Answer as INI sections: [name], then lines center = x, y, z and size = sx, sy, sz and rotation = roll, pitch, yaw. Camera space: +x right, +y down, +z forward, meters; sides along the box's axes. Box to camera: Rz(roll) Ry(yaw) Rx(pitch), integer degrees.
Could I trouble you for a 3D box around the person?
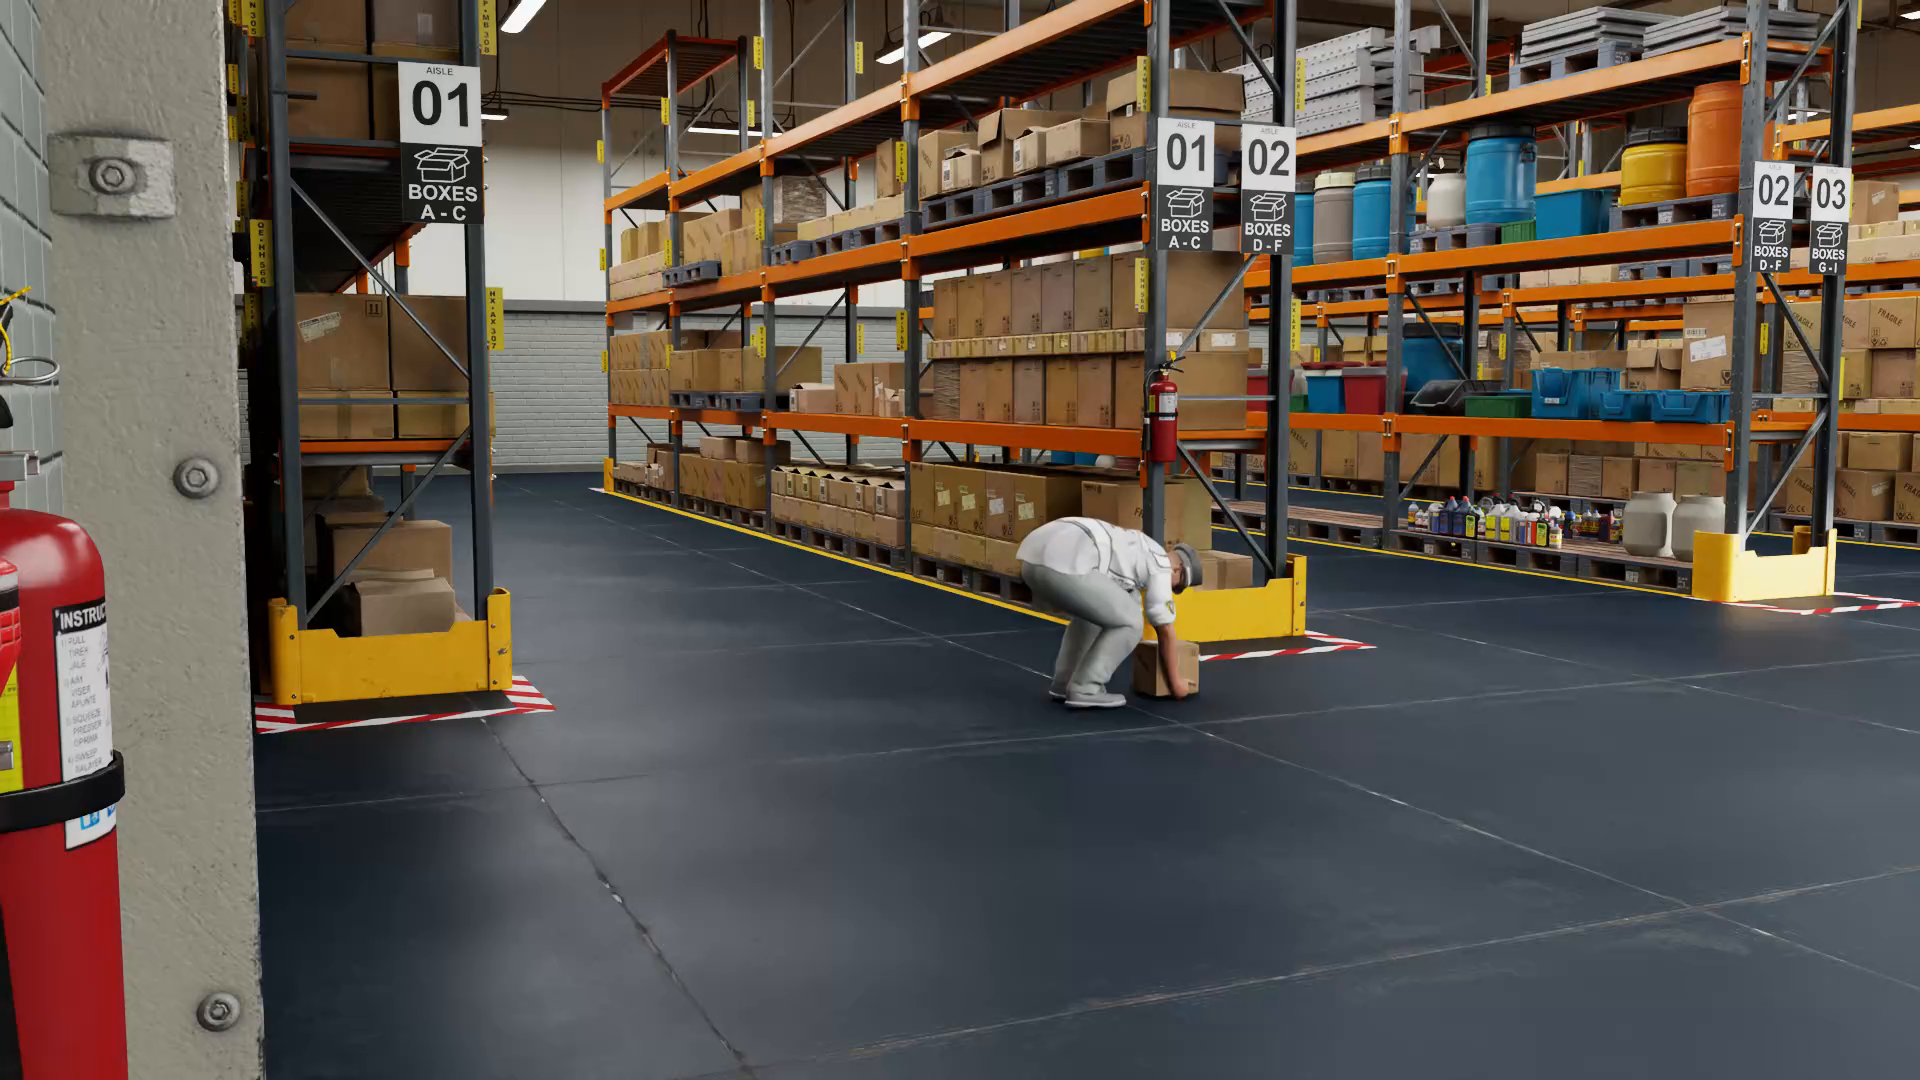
[person]
center = 0.778, 0.346, 8.391
size = 1.023, 0.939, 0.527
rotation = -3, 6, -26
